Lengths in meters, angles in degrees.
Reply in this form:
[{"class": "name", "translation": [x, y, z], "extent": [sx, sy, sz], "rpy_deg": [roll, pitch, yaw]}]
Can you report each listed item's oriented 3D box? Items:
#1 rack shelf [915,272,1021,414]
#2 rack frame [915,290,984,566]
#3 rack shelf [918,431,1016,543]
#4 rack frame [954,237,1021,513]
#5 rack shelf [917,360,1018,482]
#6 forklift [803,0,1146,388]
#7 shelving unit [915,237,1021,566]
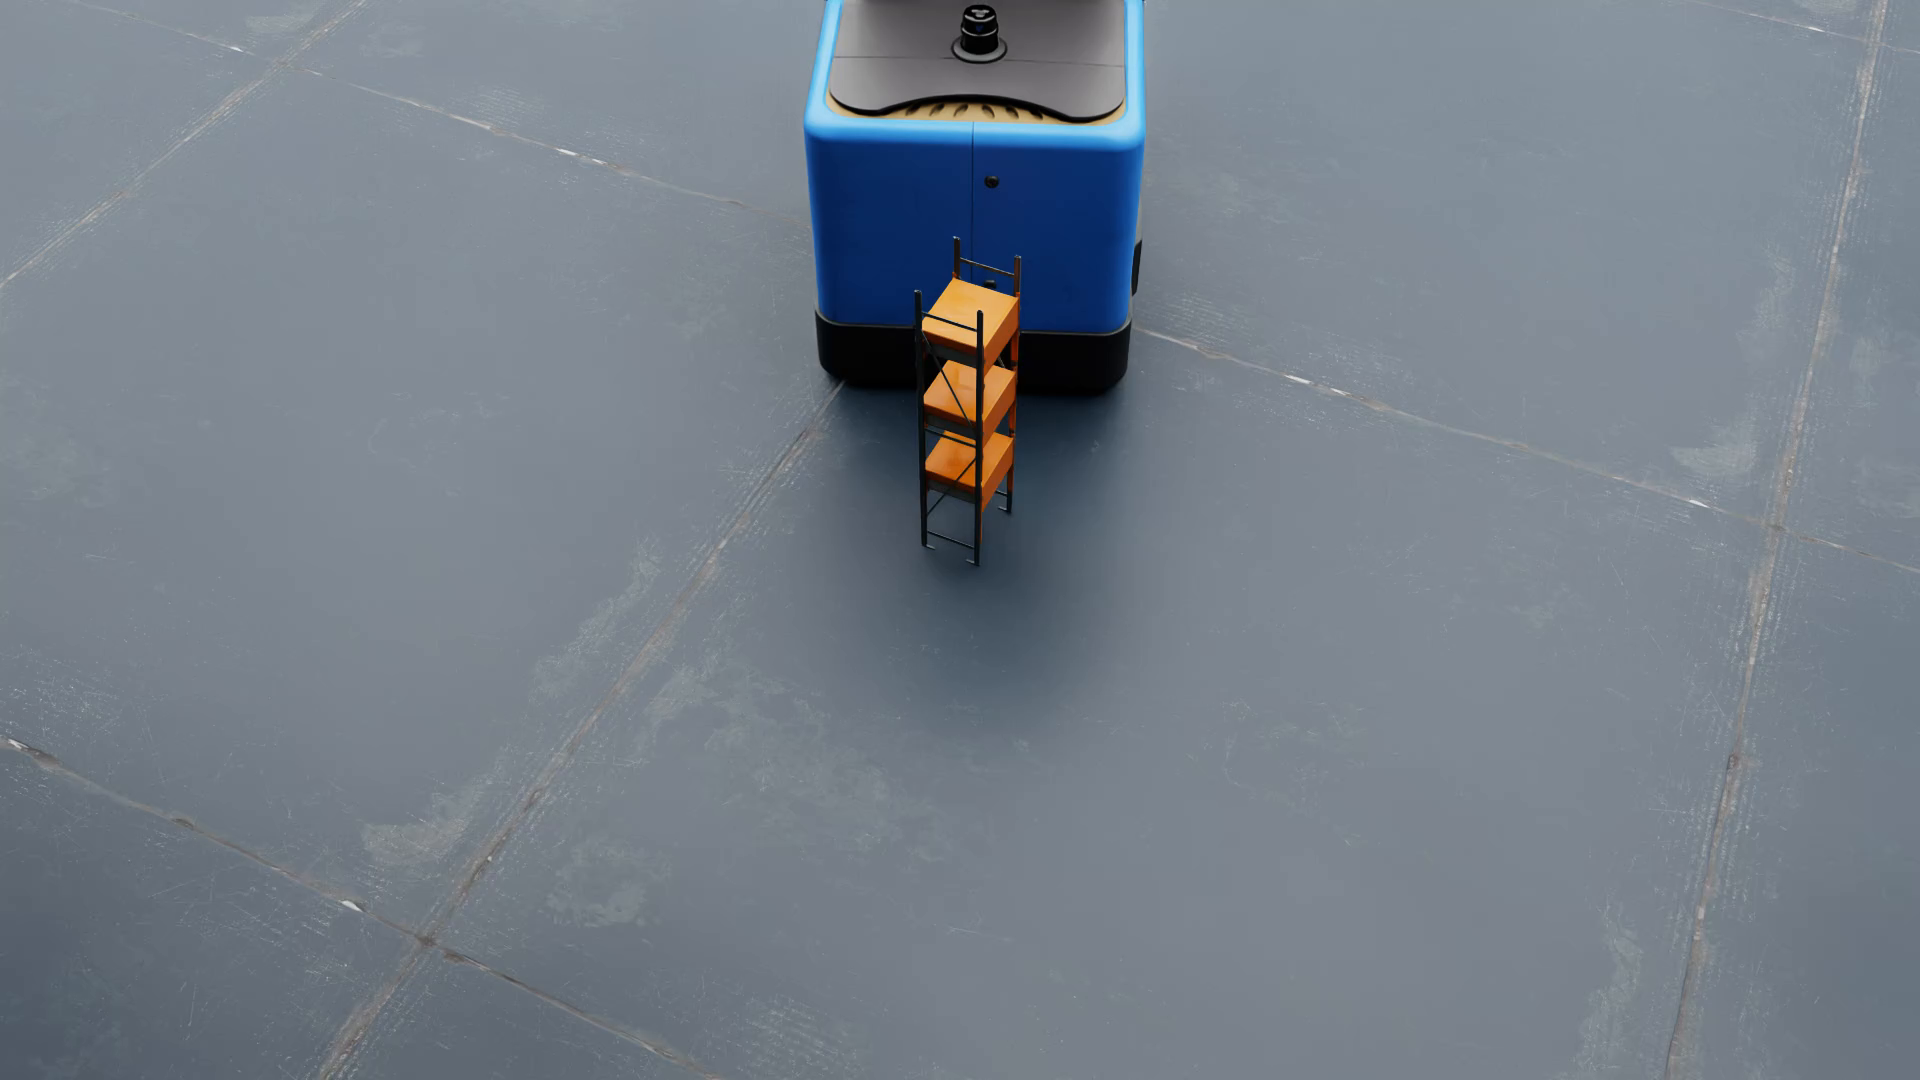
[{"class": "rack shelf", "translation": [0.023, -0.554, 4.673], "extent": [0.215, 0.259, 0.240], "rpy_deg": [20, 52, 16]}, {"class": "rack frame", "translation": [-0.029, -0.293, 4.810], "extent": [0.200, 1.050, 0.008], "rpy_deg": [20, 52, 16]}, {"class": "rack shelf", "translation": [0.023, -0.190, 5.101], "extent": [0.215, 0.259, 0.240], "rpy_deg": [20, 52, 16]}, {"class": "rack frame", "translation": [0.075, -0.461, 4.953], "extent": [0.200, 1.050, 0.008], "rpy_deg": [20, 52, 16]}, {"class": "rack shelf", "translation": [0.023, -0.370, 4.890], "extent": [0.215, 0.259, 0.240], "rpy_deg": [20, 52, 16]}, {"class": "forklift", "translation": [0.123, -2.582, 5.523], "extent": [1.130, 2.935, 3.031], "rpy_deg": [2, 50, 2]}, {"class": "shelving unit", "translation": [0.023, -0.377, 4.882], "extent": [0.215, 1.050, 0.252], "rpy_deg": [20, 52, 16]}]
